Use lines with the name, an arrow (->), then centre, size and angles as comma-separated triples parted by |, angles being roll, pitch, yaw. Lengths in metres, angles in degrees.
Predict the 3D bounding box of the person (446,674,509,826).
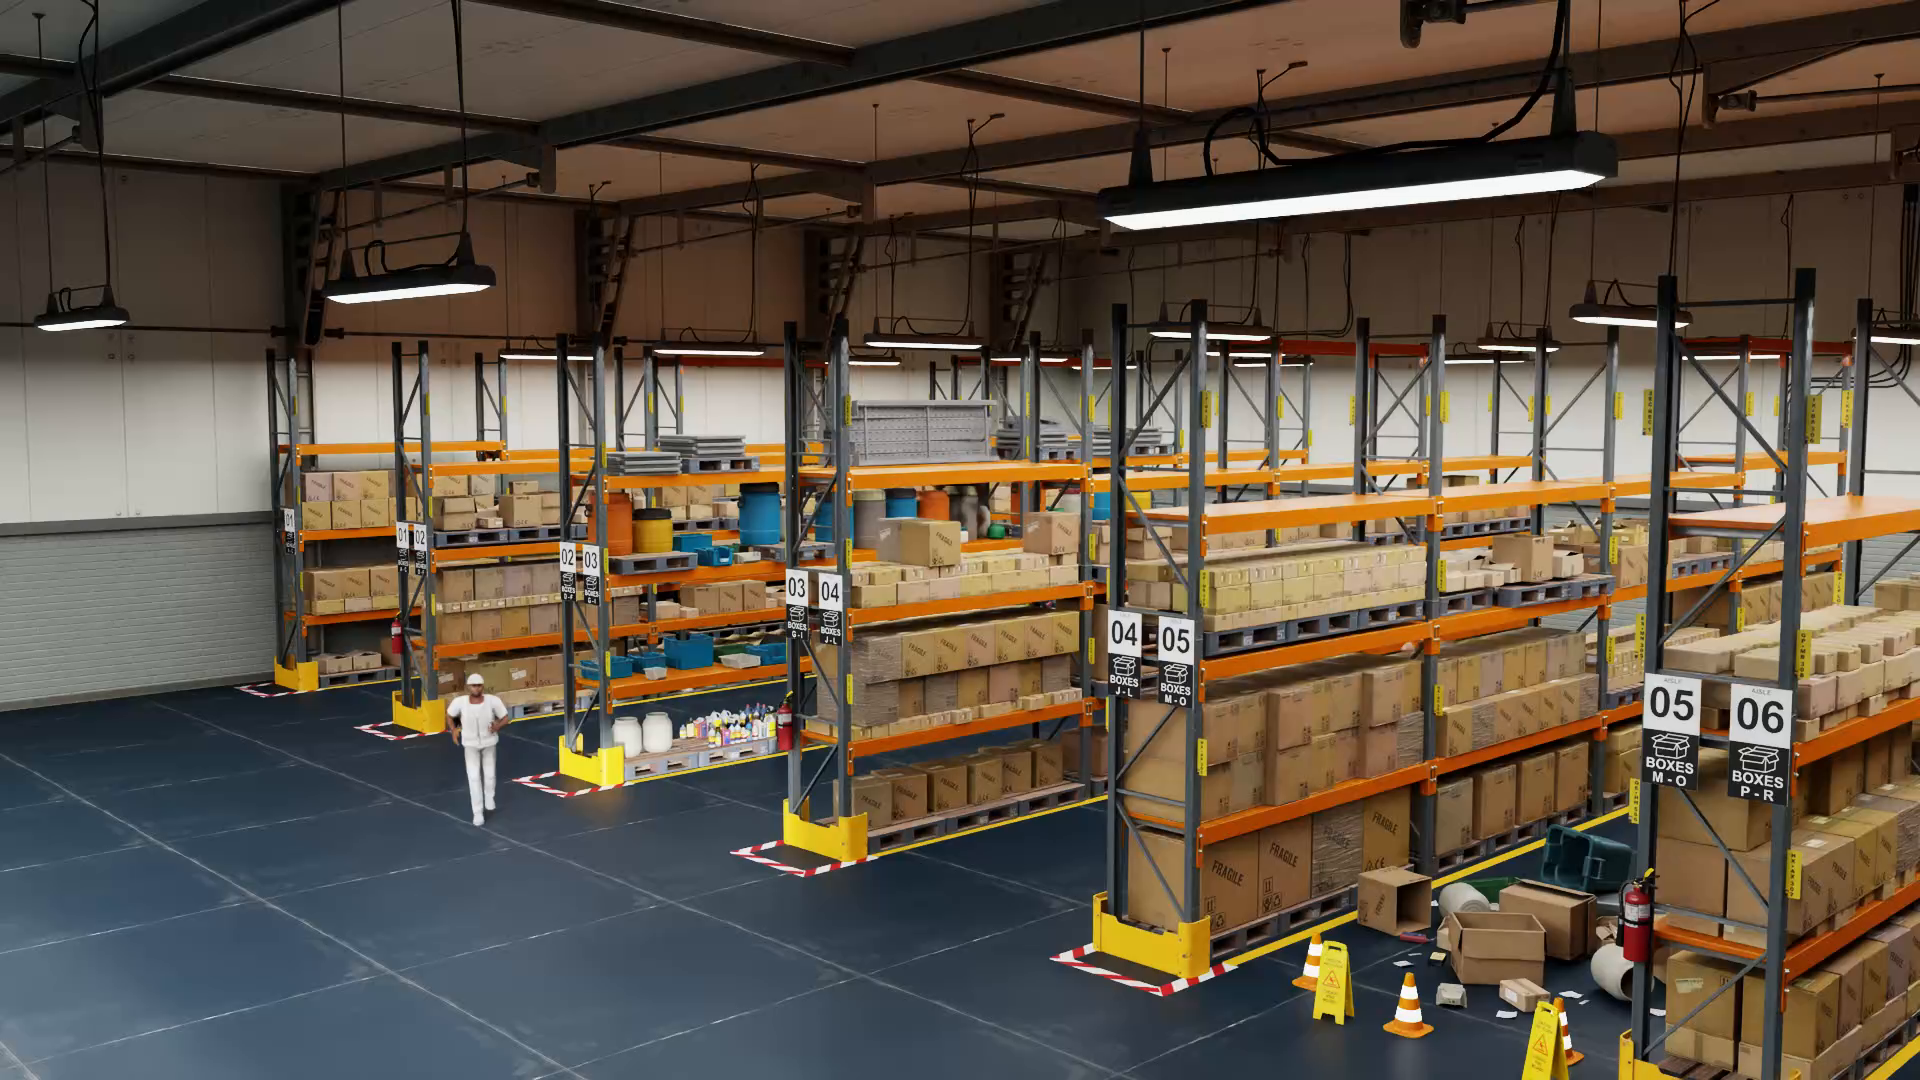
person -> -5.874, 2.507, 20.268 | 0.748, 1.781, 0.873 | -1, 5, -16

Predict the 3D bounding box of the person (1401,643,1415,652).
person -> 6.248, 2.280, 23.014 | 0.659, 1.658, 1.046 | 5, 7, 44
